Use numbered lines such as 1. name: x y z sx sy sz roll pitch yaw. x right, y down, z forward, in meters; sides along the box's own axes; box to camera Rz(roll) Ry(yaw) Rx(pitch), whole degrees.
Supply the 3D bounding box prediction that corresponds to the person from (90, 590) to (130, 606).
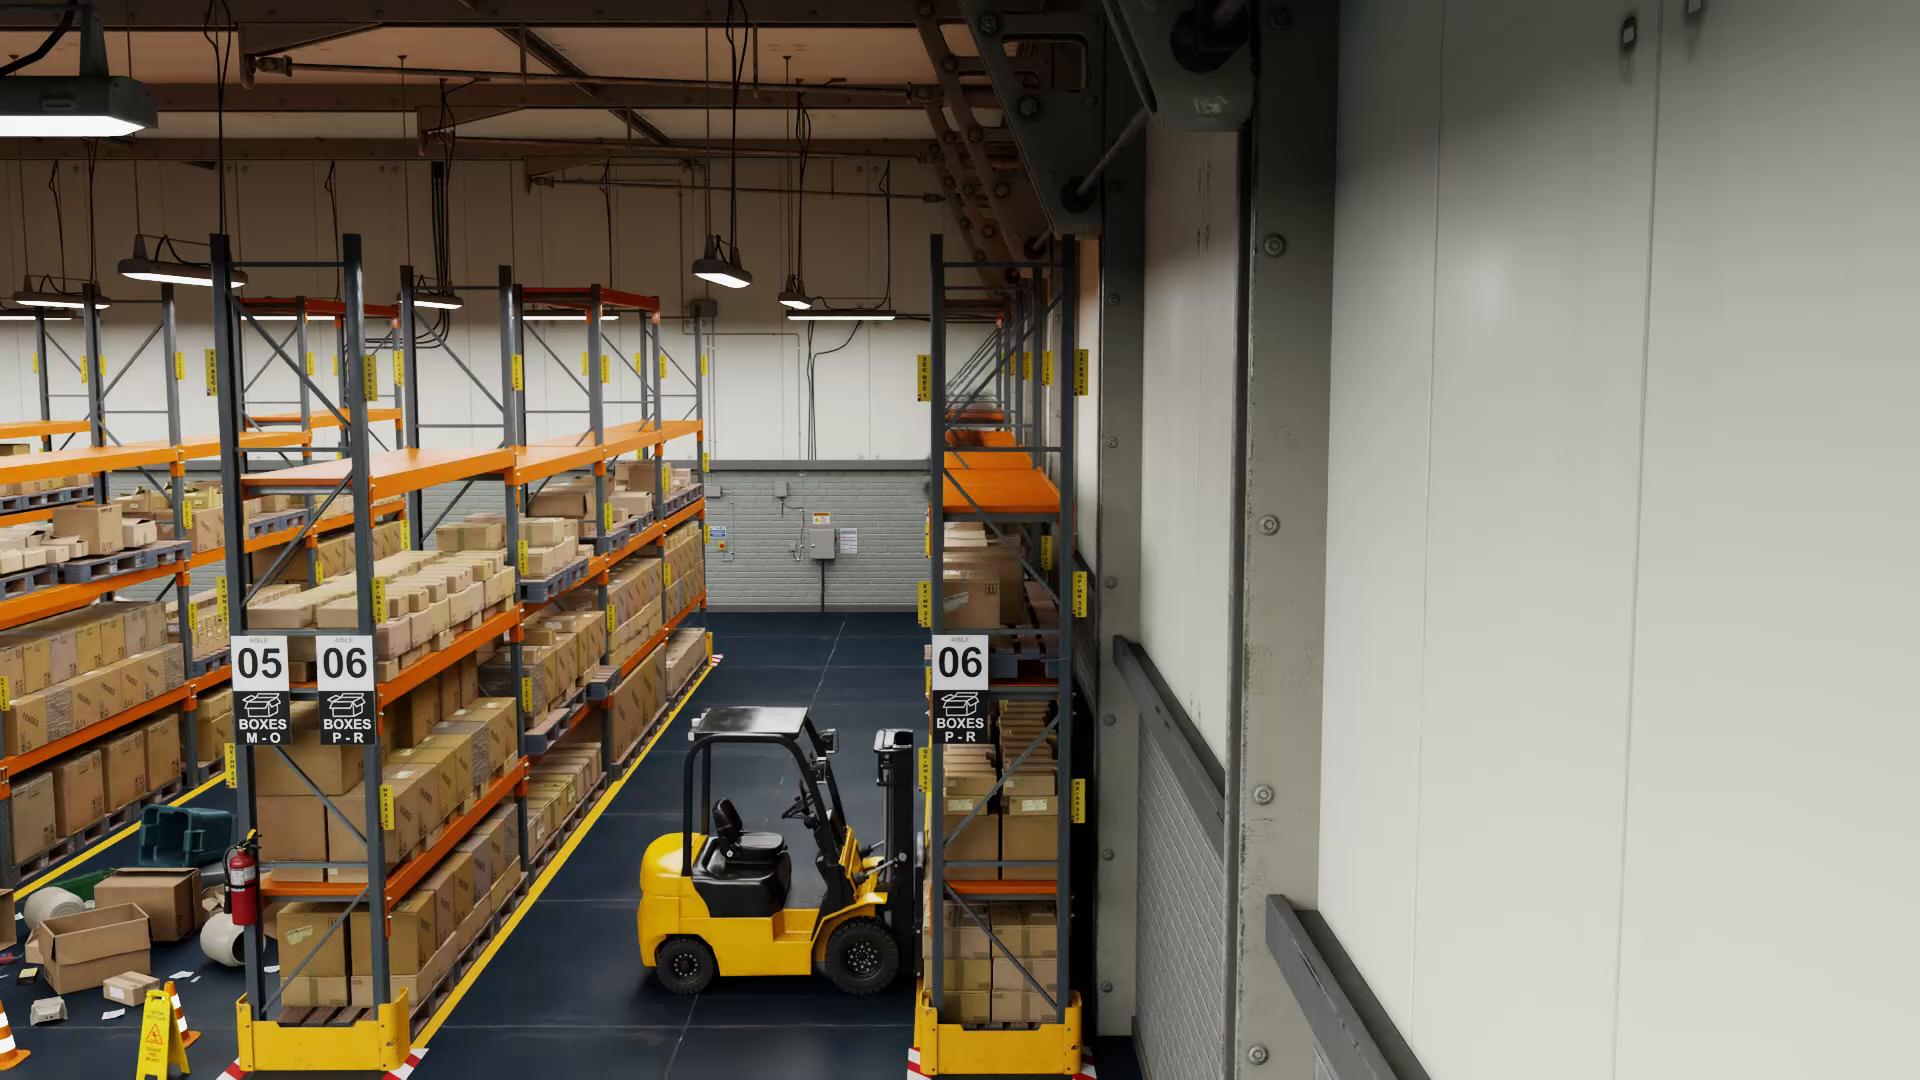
1. person: -12.813 1.503 25.092 0.633 1.842 0.743 -1 6 -9
